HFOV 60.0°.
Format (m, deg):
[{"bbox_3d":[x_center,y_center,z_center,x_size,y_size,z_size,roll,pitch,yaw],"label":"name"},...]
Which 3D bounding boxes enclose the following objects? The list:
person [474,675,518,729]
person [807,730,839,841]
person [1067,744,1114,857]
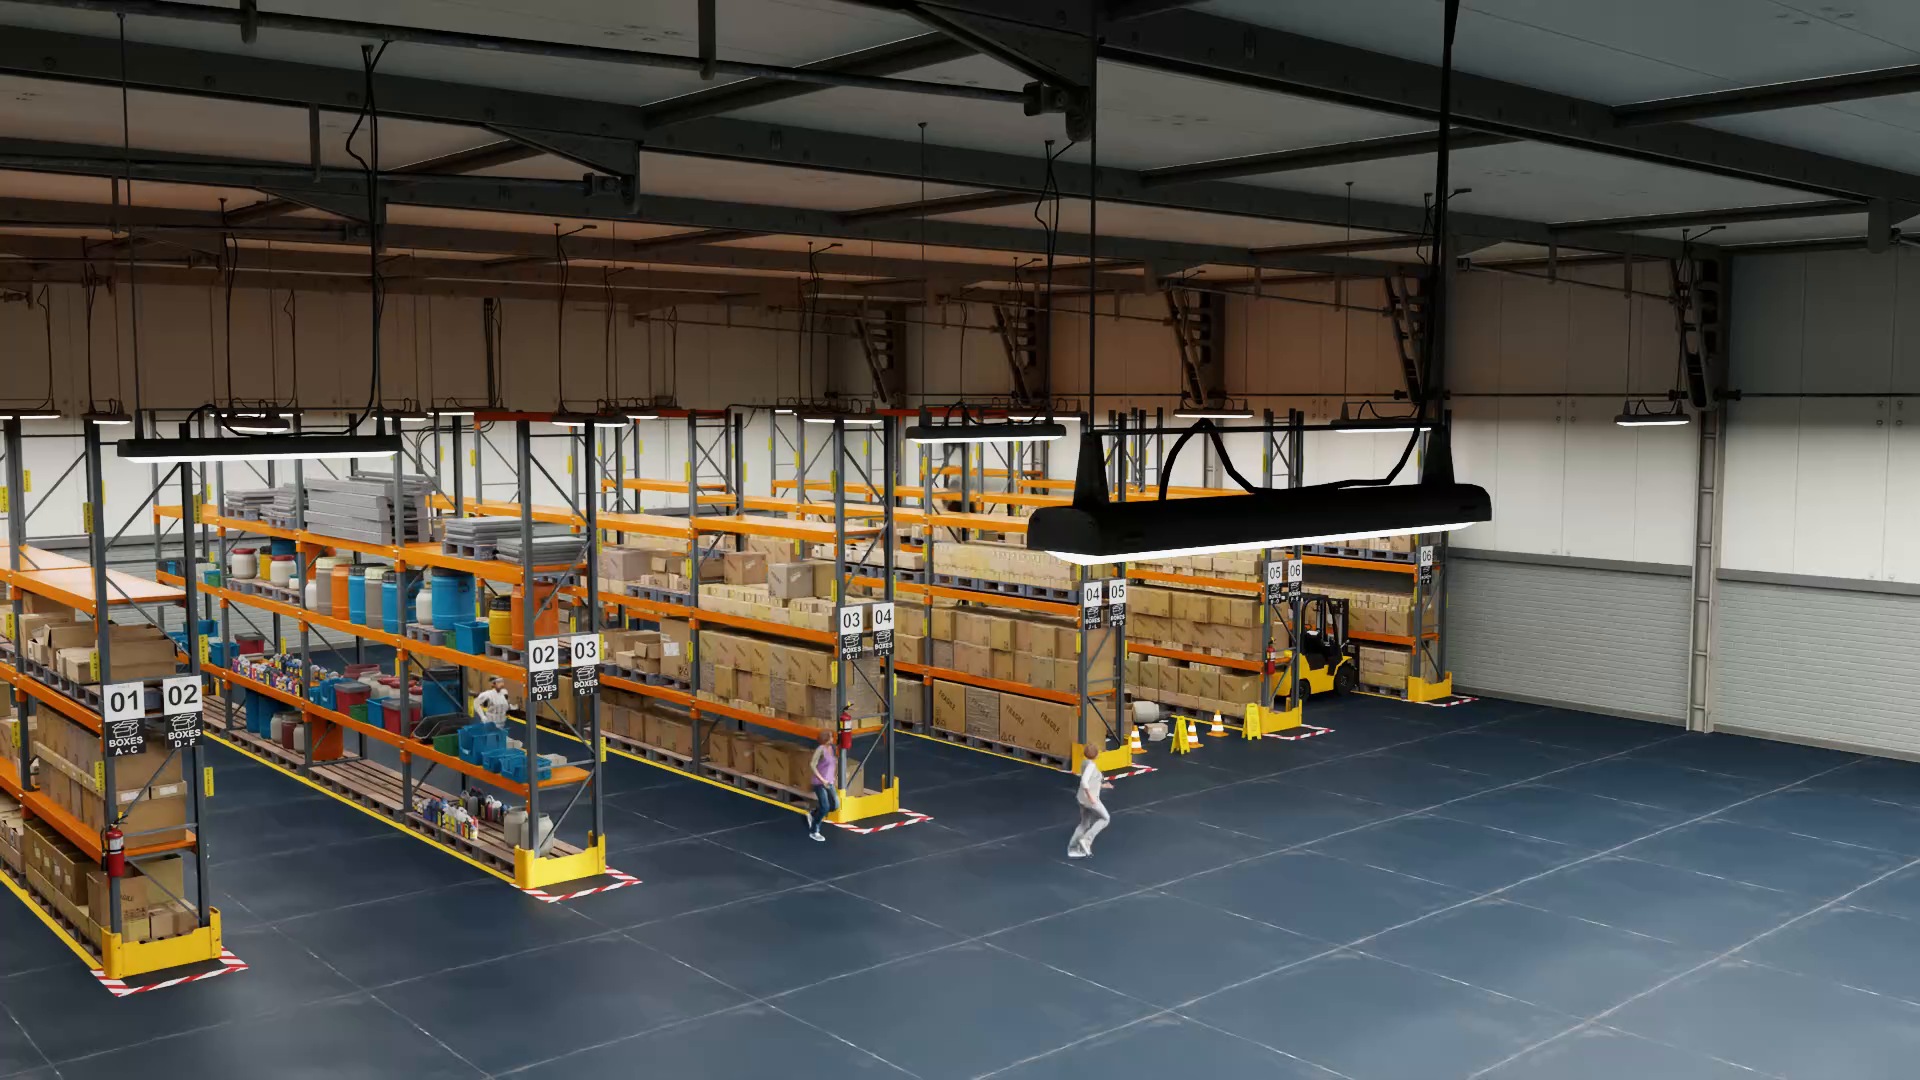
[{"bbox_3d":[-7.720,3.074,27.713,0.747,1.725,0.612,3,6,31],"label":"person"},{"bbox_3d":[-1.957,3.487,23.786,0.492,1.544,0.591,2,6,26],"label":"person"},{"bbox_3d":[1.793,3.547,22.666,0.689,1.554,0.509,-2,5,-19],"label":"person"}]
